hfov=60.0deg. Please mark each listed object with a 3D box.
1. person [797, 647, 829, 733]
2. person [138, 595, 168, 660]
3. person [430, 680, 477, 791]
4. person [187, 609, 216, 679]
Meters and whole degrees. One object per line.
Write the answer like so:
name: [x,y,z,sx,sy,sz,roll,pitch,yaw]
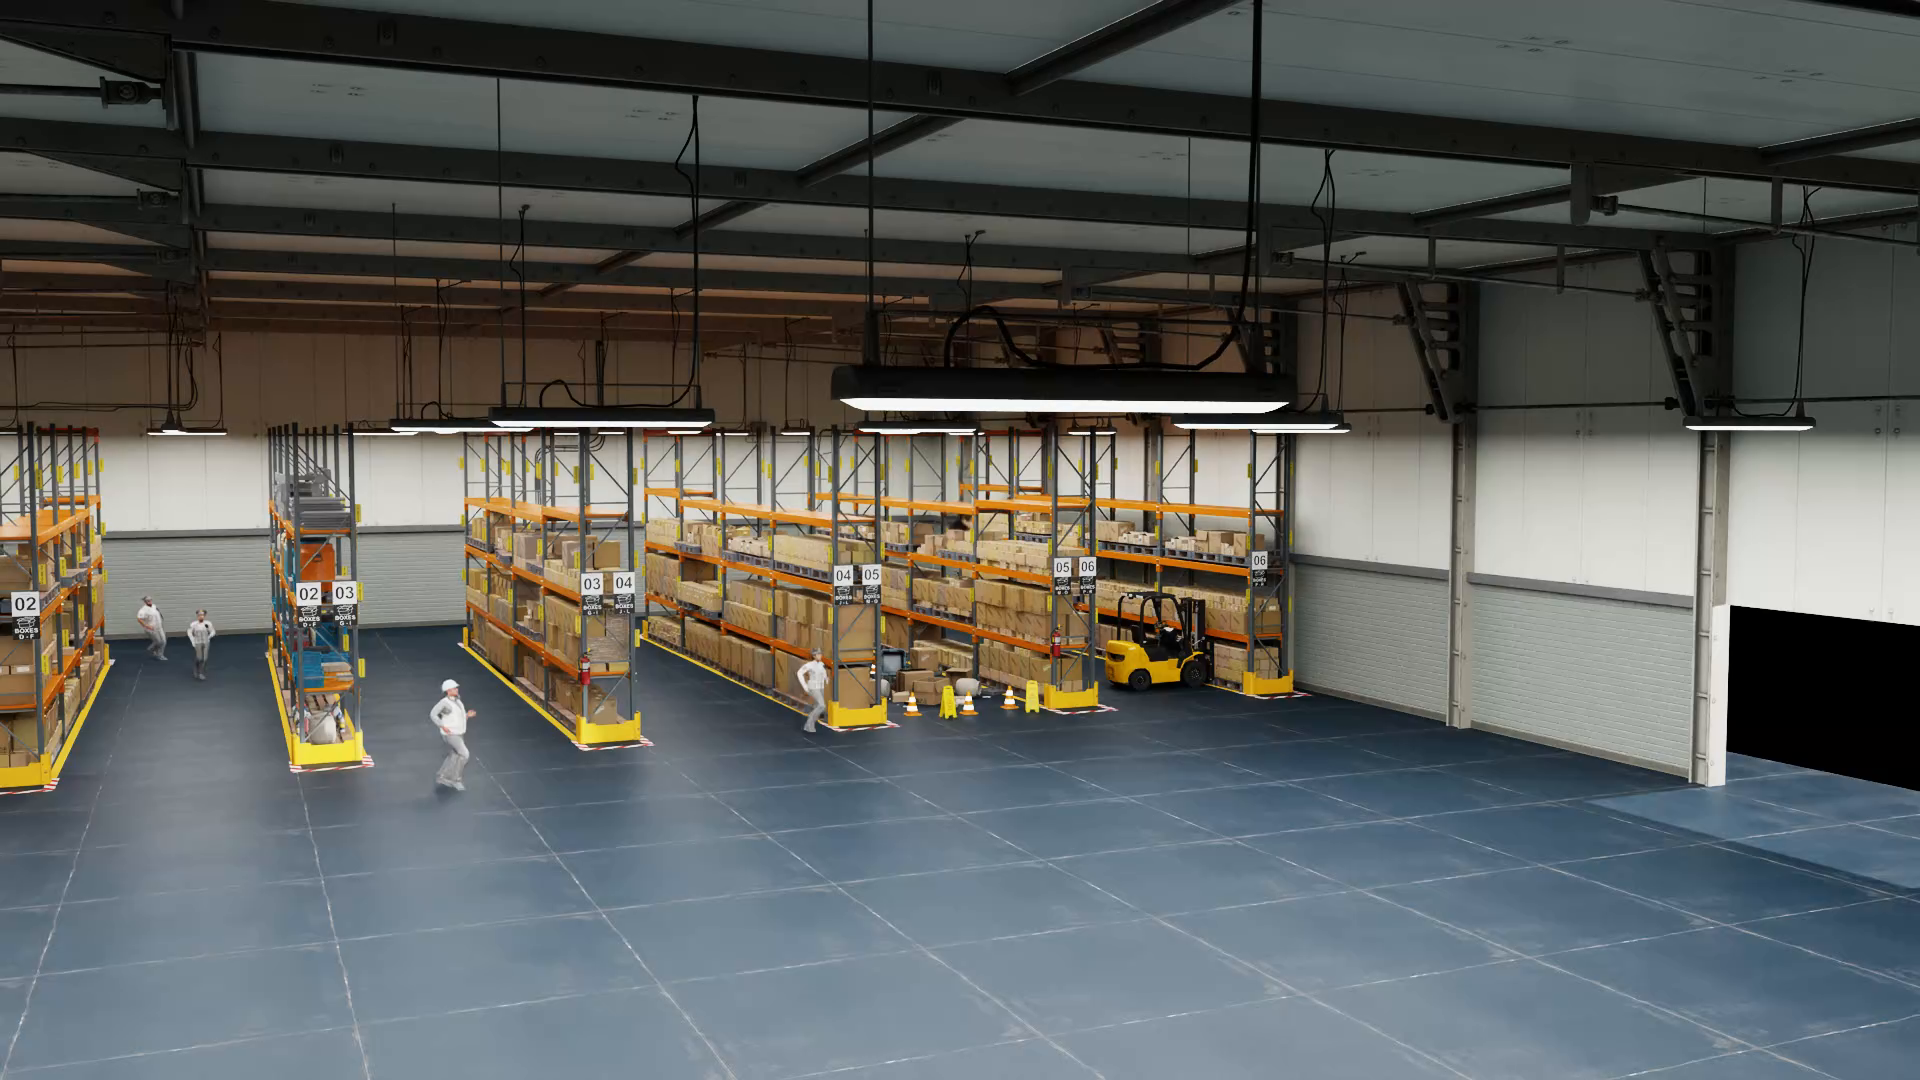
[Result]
person: [-2.785,2.910,32.331,0.580,1.657,0.624,2,4,30]
person: [-20.828,2.262,42.803,0.547,1.712,0.634,1,4,23]
person: [-8.245,3.188,27.122,0.706,1.820,0.638,0,3,5]
person: [-17.988,2.482,39.494,0.597,1.653,0.557,-2,4,-31]
